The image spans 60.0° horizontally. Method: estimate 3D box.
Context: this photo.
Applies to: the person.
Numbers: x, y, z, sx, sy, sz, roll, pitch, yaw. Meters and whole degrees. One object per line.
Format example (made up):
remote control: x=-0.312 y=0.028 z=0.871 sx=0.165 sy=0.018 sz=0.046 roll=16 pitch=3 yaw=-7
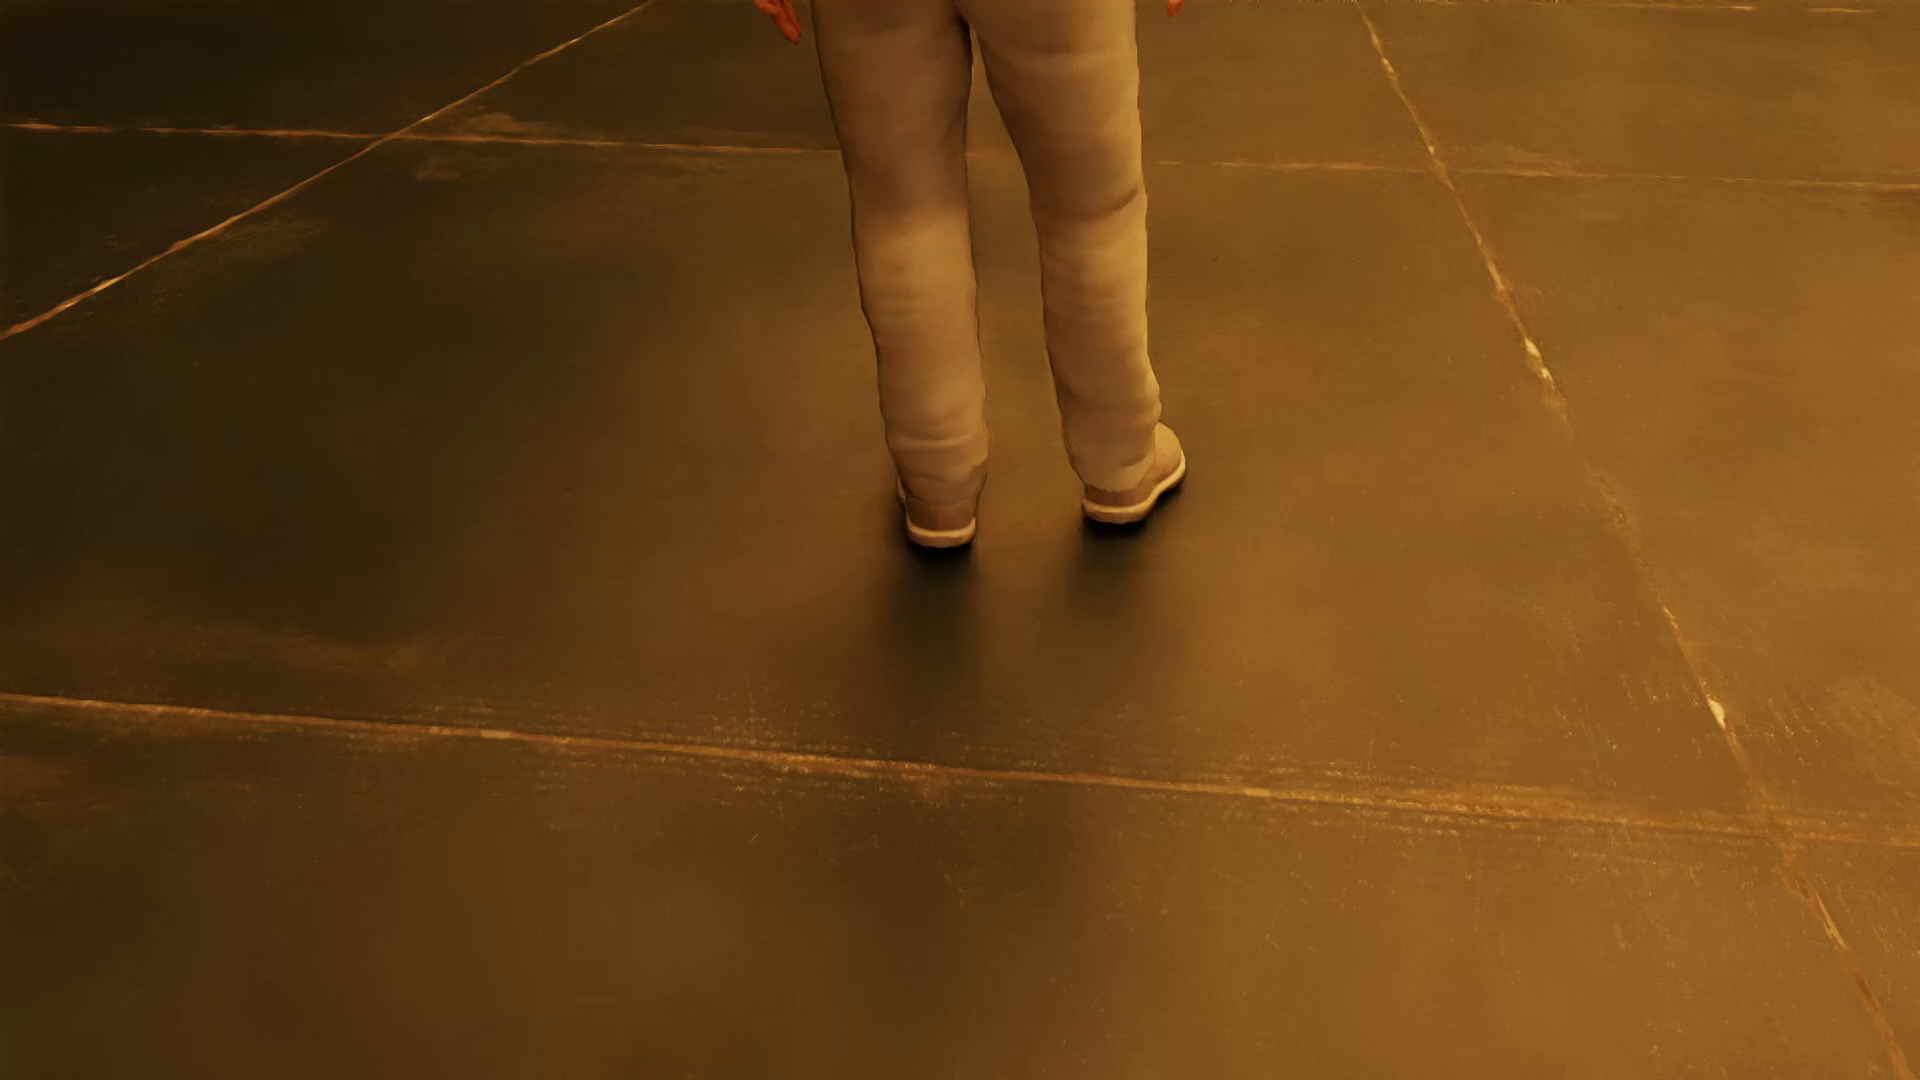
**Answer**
person: x=0.022 y=-0.838 z=2.167 sx=0.640 sy=1.781 sz=0.574 roll=3 pitch=27 yaw=7
